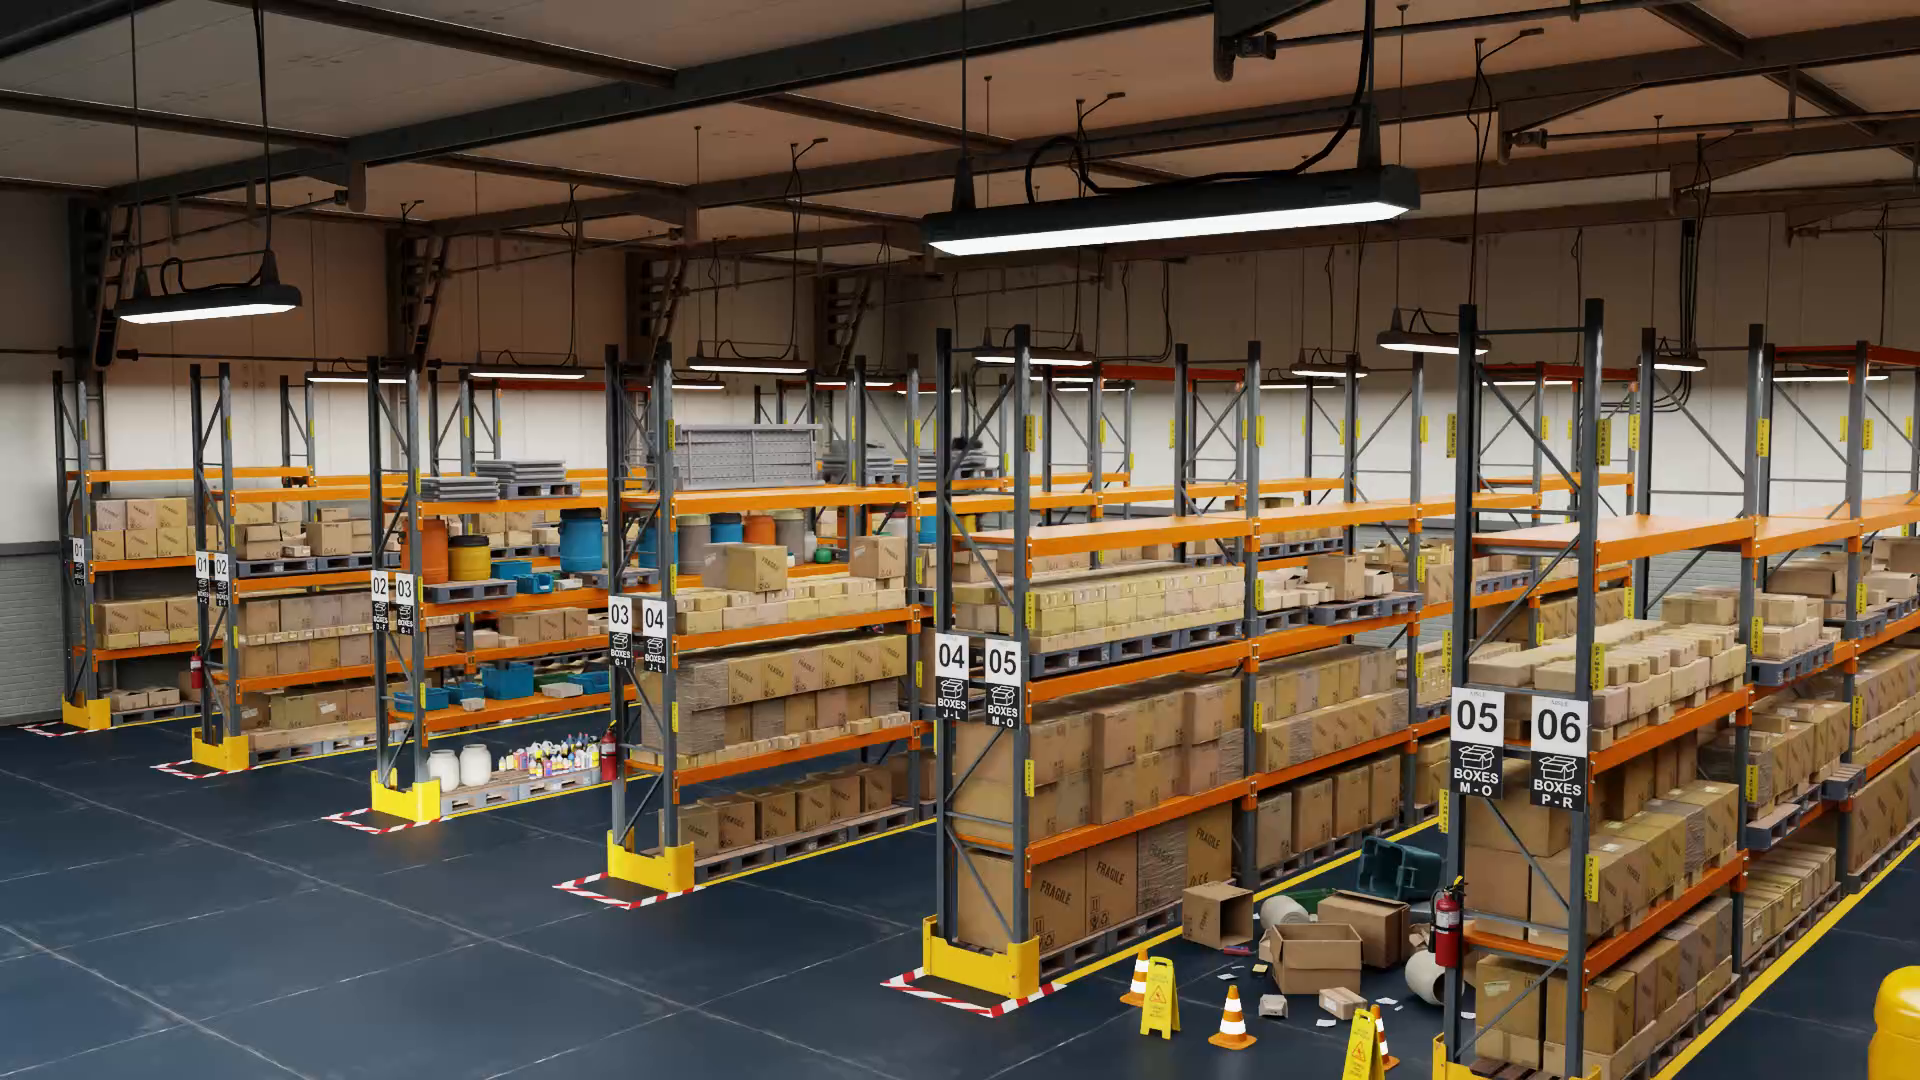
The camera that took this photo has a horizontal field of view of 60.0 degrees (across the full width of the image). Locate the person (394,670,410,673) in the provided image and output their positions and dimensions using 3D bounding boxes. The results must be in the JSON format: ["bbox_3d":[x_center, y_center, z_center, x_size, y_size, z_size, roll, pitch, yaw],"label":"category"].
[{"bbox_3d":[-9.685,2.264,28.942,0.701,1.679,0.707,4,5,40],"label":"person"}]
